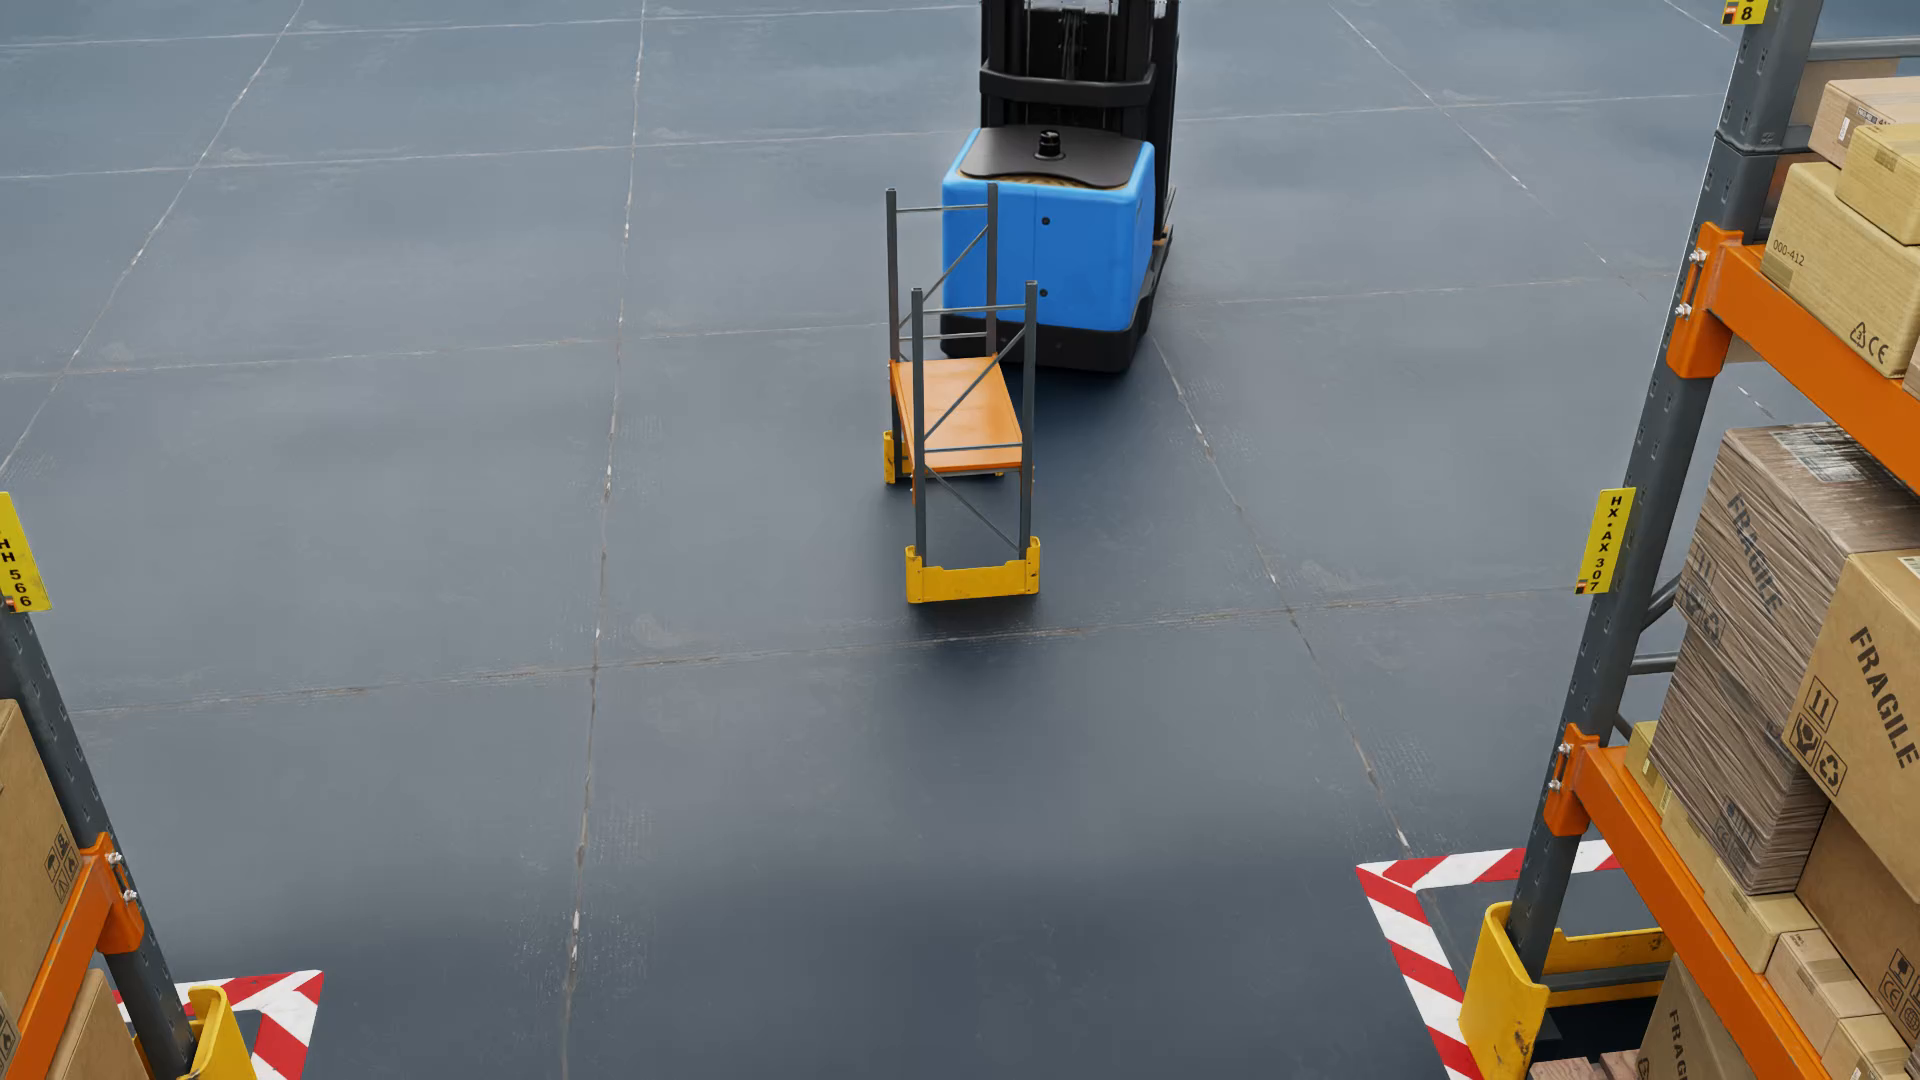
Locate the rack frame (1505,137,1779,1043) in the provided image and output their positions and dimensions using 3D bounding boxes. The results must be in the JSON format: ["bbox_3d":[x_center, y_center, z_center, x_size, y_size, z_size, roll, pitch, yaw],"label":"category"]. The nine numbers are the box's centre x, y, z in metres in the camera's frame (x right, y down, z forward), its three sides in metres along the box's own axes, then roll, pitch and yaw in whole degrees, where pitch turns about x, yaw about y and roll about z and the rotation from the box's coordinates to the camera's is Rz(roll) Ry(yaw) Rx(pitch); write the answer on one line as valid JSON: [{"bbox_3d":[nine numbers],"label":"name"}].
[{"bbox_3d":[2.212,0.322,4.614,1.000,3.000,0.127,-4,35,-6],"label":"rack frame"}]

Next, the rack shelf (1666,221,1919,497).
[{"bbox_3d":[2.481,0.496,2.334,1.077,0.370,4.000,-4,35,-6],"label":"rack shelf"}]

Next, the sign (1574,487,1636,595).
[{"bbox_3d":[1.674,0.005,4.310,0.100,0.325,0.005,-4,35,-6],"label":"sign"}]

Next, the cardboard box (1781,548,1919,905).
[{"bbox_3d":[2.076,0.352,3.330,0.500,0.500,0.500,-4,35,-6],"label":"cardboard box"}]

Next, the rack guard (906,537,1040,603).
[{"bbox_3d":[0.057,0.132,7.334,0.587,0.250,0.087,-4,35,-6],"label":"rack guard"}]

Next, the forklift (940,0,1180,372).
[{"bbox_3d":[0.714,-2.937,9.457,1.130,2.935,3.031,7,35,10],"label":"forklift"}]

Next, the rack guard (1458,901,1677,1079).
[{"bbox_3d":[2.222,1.397,5.256,1.175,0.500,0.348,-4,35,-6],"label":"rack guard"}]

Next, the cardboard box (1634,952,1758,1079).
[{"bbox_3d":[2.279,1.531,4.687,0.500,0.500,0.500,2,34,2],"label":"cardboard box"}]

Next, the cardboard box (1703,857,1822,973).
[{"bbox_3d":[2.047,0.884,4.012,0.380,0.149,0.250,-4,35,-6],"label":"cardboard box"}]

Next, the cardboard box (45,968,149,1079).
[{"bbox_3d":[-2.560,1.719,4.078,0.875,0.875,0.875,-4,34,-6],"label":"cardboard box"}]

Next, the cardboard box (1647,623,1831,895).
[{"bbox_3d":[2.258,0.467,4.049,0.875,0.500,0.500,-4,35,-6],"label":"cardboard box"}]

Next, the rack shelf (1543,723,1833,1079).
[{"bbox_3d":[2.481,1.735,3.179,1.077,0.370,4.000,-4,35,-6],"label":"rack shelf"}]

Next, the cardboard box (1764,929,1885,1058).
[{"bbox_3d":[2.101,1.022,3.809,0.380,0.149,0.250,-4,35,-6],"label":"cardboard box"}]

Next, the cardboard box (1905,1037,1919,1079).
[{"bbox_3d":[2.469,1.019,3.238,0.875,0.500,0.500,-4,35,-6],"label":"cardboard box"}]

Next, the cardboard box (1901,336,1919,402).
[{"bbox_3d":[2.096,-0.280,2.967,0.500,0.250,0.500,-5,35,-7],"label":"cardboard box"}]

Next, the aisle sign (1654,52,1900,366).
[{"bbox_3d":[1.906,-0.764,3.899,0.394,0.787,0.004,-4,35,-6],"label":"aisle sign"}]

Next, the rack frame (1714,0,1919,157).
[{"bbox_3d":[2.212,-2.157,2.925,1.000,3.000,0.127,-4,35,-6],"label":"rack frame"}]

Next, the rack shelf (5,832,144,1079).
[{"bbox_3d":[-2.448,2.054,2.711,1.077,0.370,4.000,-4,35,-6],"label":"rack shelf"}]

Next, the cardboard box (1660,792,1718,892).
[{"bbox_3d":[2.028,0.744,4.218,0.380,0.149,0.250,-4,35,-6],"label":"cardboard box"}]

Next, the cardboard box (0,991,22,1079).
[{"bbox_3d":[-2.526,1.088,3.357,0.875,0.550,0.550,-4,35,-6],"label":"cardboard box"}]

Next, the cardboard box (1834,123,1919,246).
[{"bbox_3d":[1.959,-0.697,3.225,0.380,0.149,0.250,-4,34,-5],"label":"cardboard box"}]

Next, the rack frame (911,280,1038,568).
[{"bbox_3d":[0.057,-0.384,6.981,0.500,1.500,0.032,-4,35,-6],"label":"rack frame"}]

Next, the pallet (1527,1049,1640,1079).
[{"bbox_3d":[2.296,1.973,4.668,1.003,0.211,1.213,-4,35,-6],"label":"pallet"}]

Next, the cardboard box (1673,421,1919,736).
[{"bbox_3d":[2.016,0.072,3.740,0.500,0.500,0.500,-4,35,-6],"label":"cardboard box"}]

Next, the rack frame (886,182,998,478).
[{"bbox_3d":[-0.080,-0.951,7.814,0.500,1.500,0.032,-4,35,-6],"label":"rack frame"}]

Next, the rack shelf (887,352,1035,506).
[{"bbox_3d":[-0.011,-0.519,7.499,0.538,0.185,1.000,-4,35,-6],"label":"rack shelf"}]

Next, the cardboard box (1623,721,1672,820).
[{"bbox_3d":[2.014,0.603,4.425,0.380,0.149,0.250,-4,35,-6],"label":"cardboard box"}]

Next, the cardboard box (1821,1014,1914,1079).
[{"bbox_3d":[2.128,1.162,3.604,0.380,0.149,0.250,-4,35,-6],"label":"cardboard box"}]

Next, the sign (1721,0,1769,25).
[{"bbox_3d":[1.674,-1.238,3.463,0.100,0.325,0.005,-4,35,-6],"label":"sign"}]

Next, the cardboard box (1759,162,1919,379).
[{"bbox_3d":[2.020,-0.567,3.388,0.500,0.250,0.500,-3,34,-5],"label":"cardboard box"}]

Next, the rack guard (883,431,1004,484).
[{"bbox_3d":[-0.077,-0.424,8.150,0.587,0.250,0.087,-4,35,-6],"label":"rack guard"}]

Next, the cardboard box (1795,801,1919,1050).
[{"bbox_3d":[2.445,0.737,3.653,0.875,0.500,0.500,-4,35,-6],"label":"cardboard box"}]

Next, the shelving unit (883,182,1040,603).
[{"bbox_3d":[-0.010,-0.662,7.390,0.587,1.500,1.083,-4,35,-6],"label":"shelving unit"}]

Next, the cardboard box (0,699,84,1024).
[{"bbox_3d":[-2.622,0.783,3.805,0.875,0.550,0.550,-4,35,-6],"label":"cardboard box"}]

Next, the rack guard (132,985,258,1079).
[{"bbox_3d":[-2.720,1.661,4.869,1.175,0.500,0.348,-4,35,-6],"label":"rack guard"}]

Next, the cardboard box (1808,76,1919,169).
[{"bbox_3d":[2.020,-0.849,3.448,0.380,0.149,0.250,-5,35,-7],"label":"cardboard box"}]

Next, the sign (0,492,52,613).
[{"bbox_3d":[-2.177,0.031,3.802,0.100,0.325,0.005,-4,35,-6],"label":"sign"}]
